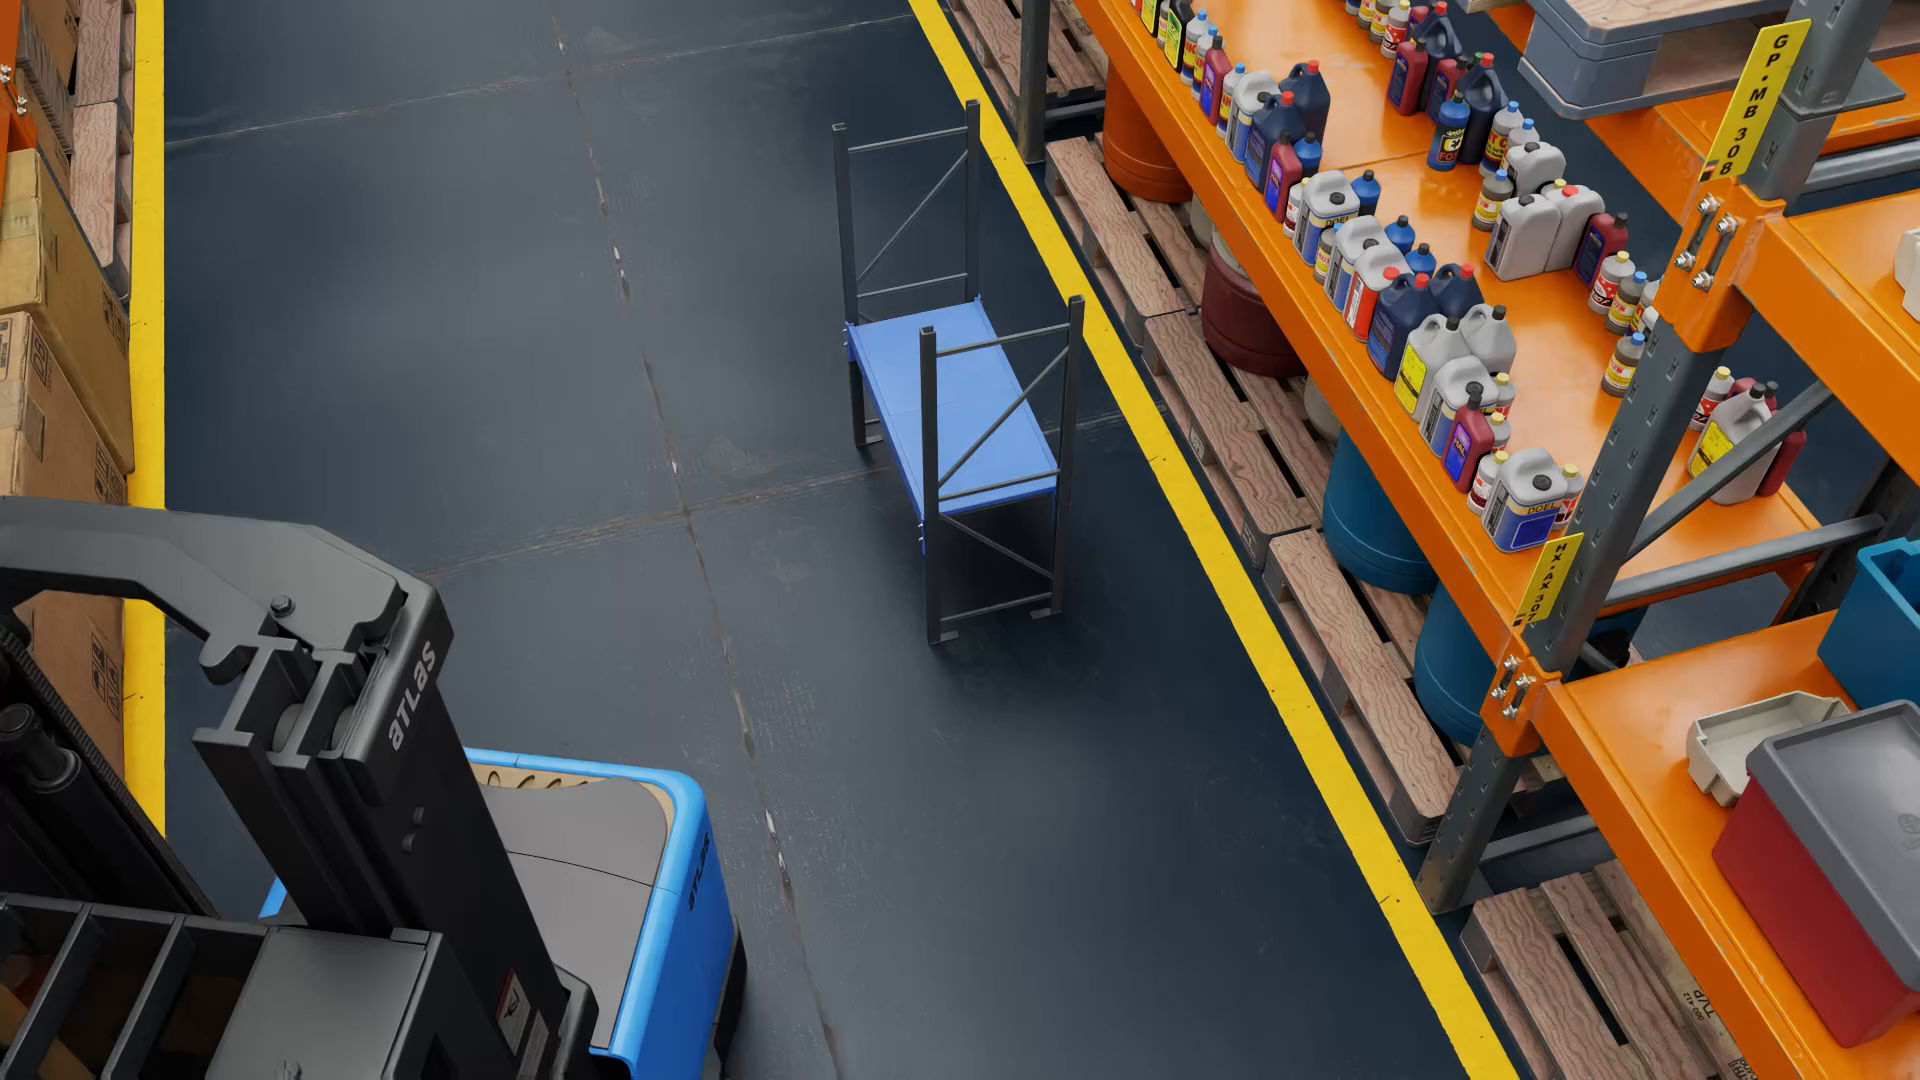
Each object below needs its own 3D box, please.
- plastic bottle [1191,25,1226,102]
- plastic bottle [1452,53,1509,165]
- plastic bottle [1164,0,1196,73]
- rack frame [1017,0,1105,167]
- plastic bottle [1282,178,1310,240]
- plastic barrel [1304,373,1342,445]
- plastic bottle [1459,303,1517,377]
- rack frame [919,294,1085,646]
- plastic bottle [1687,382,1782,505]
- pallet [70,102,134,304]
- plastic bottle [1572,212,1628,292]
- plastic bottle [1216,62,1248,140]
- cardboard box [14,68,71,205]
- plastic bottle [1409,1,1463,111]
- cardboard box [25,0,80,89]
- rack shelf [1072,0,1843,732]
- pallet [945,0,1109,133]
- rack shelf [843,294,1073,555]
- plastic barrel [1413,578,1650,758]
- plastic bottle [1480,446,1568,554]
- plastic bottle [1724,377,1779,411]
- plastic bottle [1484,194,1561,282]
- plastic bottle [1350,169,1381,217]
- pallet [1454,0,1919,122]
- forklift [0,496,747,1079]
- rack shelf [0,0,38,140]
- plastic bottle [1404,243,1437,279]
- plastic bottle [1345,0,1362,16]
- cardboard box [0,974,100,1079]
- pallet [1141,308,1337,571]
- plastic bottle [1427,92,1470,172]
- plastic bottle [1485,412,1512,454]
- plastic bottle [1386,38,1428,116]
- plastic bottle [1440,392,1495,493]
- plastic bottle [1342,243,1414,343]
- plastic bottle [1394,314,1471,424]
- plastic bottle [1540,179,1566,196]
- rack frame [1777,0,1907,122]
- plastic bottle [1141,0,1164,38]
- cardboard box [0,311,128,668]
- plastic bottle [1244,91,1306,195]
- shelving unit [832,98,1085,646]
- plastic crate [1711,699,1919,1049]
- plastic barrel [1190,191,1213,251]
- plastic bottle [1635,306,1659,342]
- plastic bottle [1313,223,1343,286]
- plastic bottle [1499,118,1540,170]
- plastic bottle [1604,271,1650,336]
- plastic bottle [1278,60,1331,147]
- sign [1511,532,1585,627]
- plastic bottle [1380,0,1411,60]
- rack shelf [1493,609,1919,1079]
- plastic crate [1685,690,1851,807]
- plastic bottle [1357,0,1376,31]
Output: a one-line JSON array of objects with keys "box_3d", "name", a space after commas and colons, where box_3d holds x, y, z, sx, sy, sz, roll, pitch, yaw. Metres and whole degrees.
[{"box_3d": [0.864, -1.659, 5.771, 0.097, 0.271, 0.097, 0, 50, 0], "name": "plastic bottle"}, {"box_3d": [1.730, -1.448, 5.541, 0.144, 0.351, 0.185, -13, 51, -11], "name": "plastic bottle"}, {"box_3d": [0.783, -1.815, 5.894, 0.061, 0.283, 0.133, -13, 51, -11], "name": "plastic bottle"}, {"box_3d": [0.763, -2.856, 6.696, 1.000, 3.000, 0.127, -13, 51, -11], "name": "rack frame"}, {"box_3d": [1.095, -1.067, 5.317, 0.097, 0.201, 0.097, 0, 50, 0], "name": "plastic bottle"}, {"box_3d": [1.510, -0.619, 6.162, 0.421, 0.512, 0.421, 0, 50, 0], "name": "plastic barrel"}, {"box_3d": [1.499, -0.549, 4.783, 0.144, 0.351, 0.185, -13, 51, -11], "name": "plastic bottle"}, {"box_3d": [0.125, -0.174, 5.416, 0.500, 1.500, 0.032, -13, 51, -11], "name": "rack frame"}, {"box_3d": [2.140, -0.278, 4.555, 0.144, 0.351, 0.185, -13, 51, -11], "name": "plastic bottle"}, {"box_3d": [-4.198, -1.408, 7.299, 1.003, 0.211, 1.213, -13, 51, -11], "name": "pallet"}, {"box_3d": [1.983, -0.910, 5.131, 0.061, 0.283, 0.133, -13, 51, -11], "name": "plastic bottle"}, {"box_3d": [0.932, -1.491, 5.629, 0.097, 0.271, 0.097, 0, 50, 0], "name": "plastic bottle"}, {"box_3d": [-4.185, -1.557, 6.948, 0.700, 0.500, 0.500, -16, 52, -13], "name": "cardboard box"}, {"box_3d": [1.636, -1.681, 5.737, 0.144, 0.351, 0.185, -13, 51, -11], "name": "plastic bottle"}, {"box_3d": [-4.536, -2.372, 7.635, 0.700, 0.500, 0.500, -9, 51, -8], "name": "cardboard box"}, {"box_3d": [1.355, -1.163, 5.739, 1.077, 0.370, 4.000, -13, 51, -11], "name": "rack shelf"}, {"box_3d": [0.571, -2.532, 8.246, 1.003, 0.211, 1.213, -13, 51, -11], "name": "pallet"}, {"box_3d": [-0.025, -0.430, 5.867, 0.538, 0.185, 1.000, -13, 51, -11], "name": "rack shelf"}, {"box_3d": [1.801, 0.205, 5.213, 0.600, 0.901, 0.708, -13, 51, -11], "name": "plastic barrel"}, {"box_3d": [1.521, -0.109, 4.461, 0.152, 0.276, 0.135, -13, 51, -11], "name": "plastic bottle"}, {"box_3d": [2.206, -0.359, 4.667, 0.061, 0.283, 0.133, -13, 51, -11], "name": "plastic bottle"}, {"box_3d": [1.754, -0.961, 5.179, 0.152, 0.276, 0.135, -13, 51, -11], "name": "plastic bottle"}, {"box_3d": [1.269, -1.052, 5.259, 0.097, 0.271, 0.097, 0, 50, 0], "name": "plastic bottle"}, {"box_3d": [1.621, -1.391, 3.622, 1.213, 0.211, 1.003, -13, 51, -11], "name": "pallet"}, {"box_3d": [-1.351, 1.431, 3.127, 1.130, 2.935, 3.031, 6, 50, 5], "name": "forklift"}, {"box_3d": [-4.560, -2.965, 7.258, 1.077, 0.370, 4.000, -13, 51, -11], "name": "rack shelf"}, {"box_3d": [1.377, -0.785, 5.034, 0.097, 0.271, 0.097, 0, 50, 0], "name": "plastic bottle"}, {"box_3d": [1.490, -2.074, 6.121, 0.097, 0.271, 0.097, 0, 50, 0], "name": "plastic bottle"}, {"box_3d": [-2.994, 1.272, 4.331, 1.225, 0.875, 0.875, -13, 51, -11], "name": "cardboard box"}, {"box_3d": [1.393, -0.501, 6.535, 1.003, 0.211, 1.213, -13, 51, -11], "name": "pallet"}, {"box_3d": [1.627, -1.363, 5.522, 0.097, 0.271, 0.097, 0, 50, 0], "name": "plastic bottle"}, {"box_3d": [1.479, -0.275, 4.650, 0.097, 0.201, 0.097, 0, 50, 0], "name": "plastic bottle"}, {"box_3d": [1.545, -1.617, 5.728, 0.061, 0.283, 0.133, -13, 51, -11], "name": "plastic bottle"}, {"box_3d": [1.409, -0.270, 4.592, 0.061, 0.283, 0.133, -13, 51, -11], "name": "plastic bottle"}, {"box_3d": [1.264, -0.744, 4.997, 0.152, 0.276, 0.135, -13, 51, -11], "name": "plastic bottle"}, {"box_3d": [1.362, -0.516, 4.755, 0.144, 0.351, 0.185, -13, 51, -11], "name": "plastic bottle"}, {"box_3d": [1.891, -1.062, 5.313, 0.097, 0.201, 0.097, 0, 50, 0], "name": "plastic bottle"}, {"box_3d": [1.946, -1.868, 1.939, 1.000, 3.000, 0.127, -13, 51, -11], "name": "rack frame"}, {"box_3d": [0.715, -1.983, 6.036, 0.061, 0.283, 0.133, -13, 51, -11], "name": "plastic bottle"}, {"box_3d": [-3.528, -0.025, 5.424, 1.225, 0.875, 0.875, -13, 51, -11], "name": "cardboard box"}, {"box_3d": [1.036, -1.320, 5.434, 0.144, 0.351, 0.185, -13, 51, -11], "name": "plastic bottle"}, {"box_3d": [-0.025, -0.546, 5.729, 0.538, 1.500, 1.048, -13, 51, -11], "name": "shelving unit"}, {"box_3d": [1.971, 0.734, 3.588, 0.402, 0.464, 0.583, -13, 51, -11], "name": "plastic crate"}, {"box_3d": [1.177, -1.444, 6.858, 0.421, 0.512, 0.421, 0, 50, 0], "name": "plastic barrel"}, {"box_3d": [2.065, -0.586, 4.863, 0.152, 0.276, 0.135, -13, 51, -11], "name": "plastic bottle"}, {"box_3d": [1.163, -0.897, 5.174, 0.097, 0.201, 0.097, 0, 50, 0], "name": "plastic bottle"}, {"box_3d": [1.823, -1.254, 5.429, 0.097, 0.271, 0.097, 0, 50, 0], "name": "plastic bottle"}, {"box_3d": [2.028, -0.724, 5.028, 0.097, 0.201, 0.097, 0, 50, 0], "name": "plastic bottle"}, {"box_3d": [1.141, -1.453, 5.545, 0.144, 0.351, 0.185, -13, 51, -11], "name": "plastic bottle"}, {"box_3d": [1.420, 0.099, 4.023, 0.100, 0.325, 0.005, -13, 51, -11], "name": "sign"}, {"box_3d": [1.577, -1.838, 5.968, 0.097, 0.201, 0.097, 0, 50, 0], "name": "plastic bottle"}, {"box_3d": [2.538, 1.758, 3.276, 1.077, 0.370, 4.000, -13, 51, -11], "name": "rack shelf"}, {"box_3d": [1.947, 0.503, 3.997, 0.396, 0.136, 0.243, -13, 51, -11], "name": "plastic crate"}, {"box_3d": [1.519, -1.980, 6.088, 0.097, 0.201, 0.097, 0, 50, 0], "name": "plastic bottle"}]
